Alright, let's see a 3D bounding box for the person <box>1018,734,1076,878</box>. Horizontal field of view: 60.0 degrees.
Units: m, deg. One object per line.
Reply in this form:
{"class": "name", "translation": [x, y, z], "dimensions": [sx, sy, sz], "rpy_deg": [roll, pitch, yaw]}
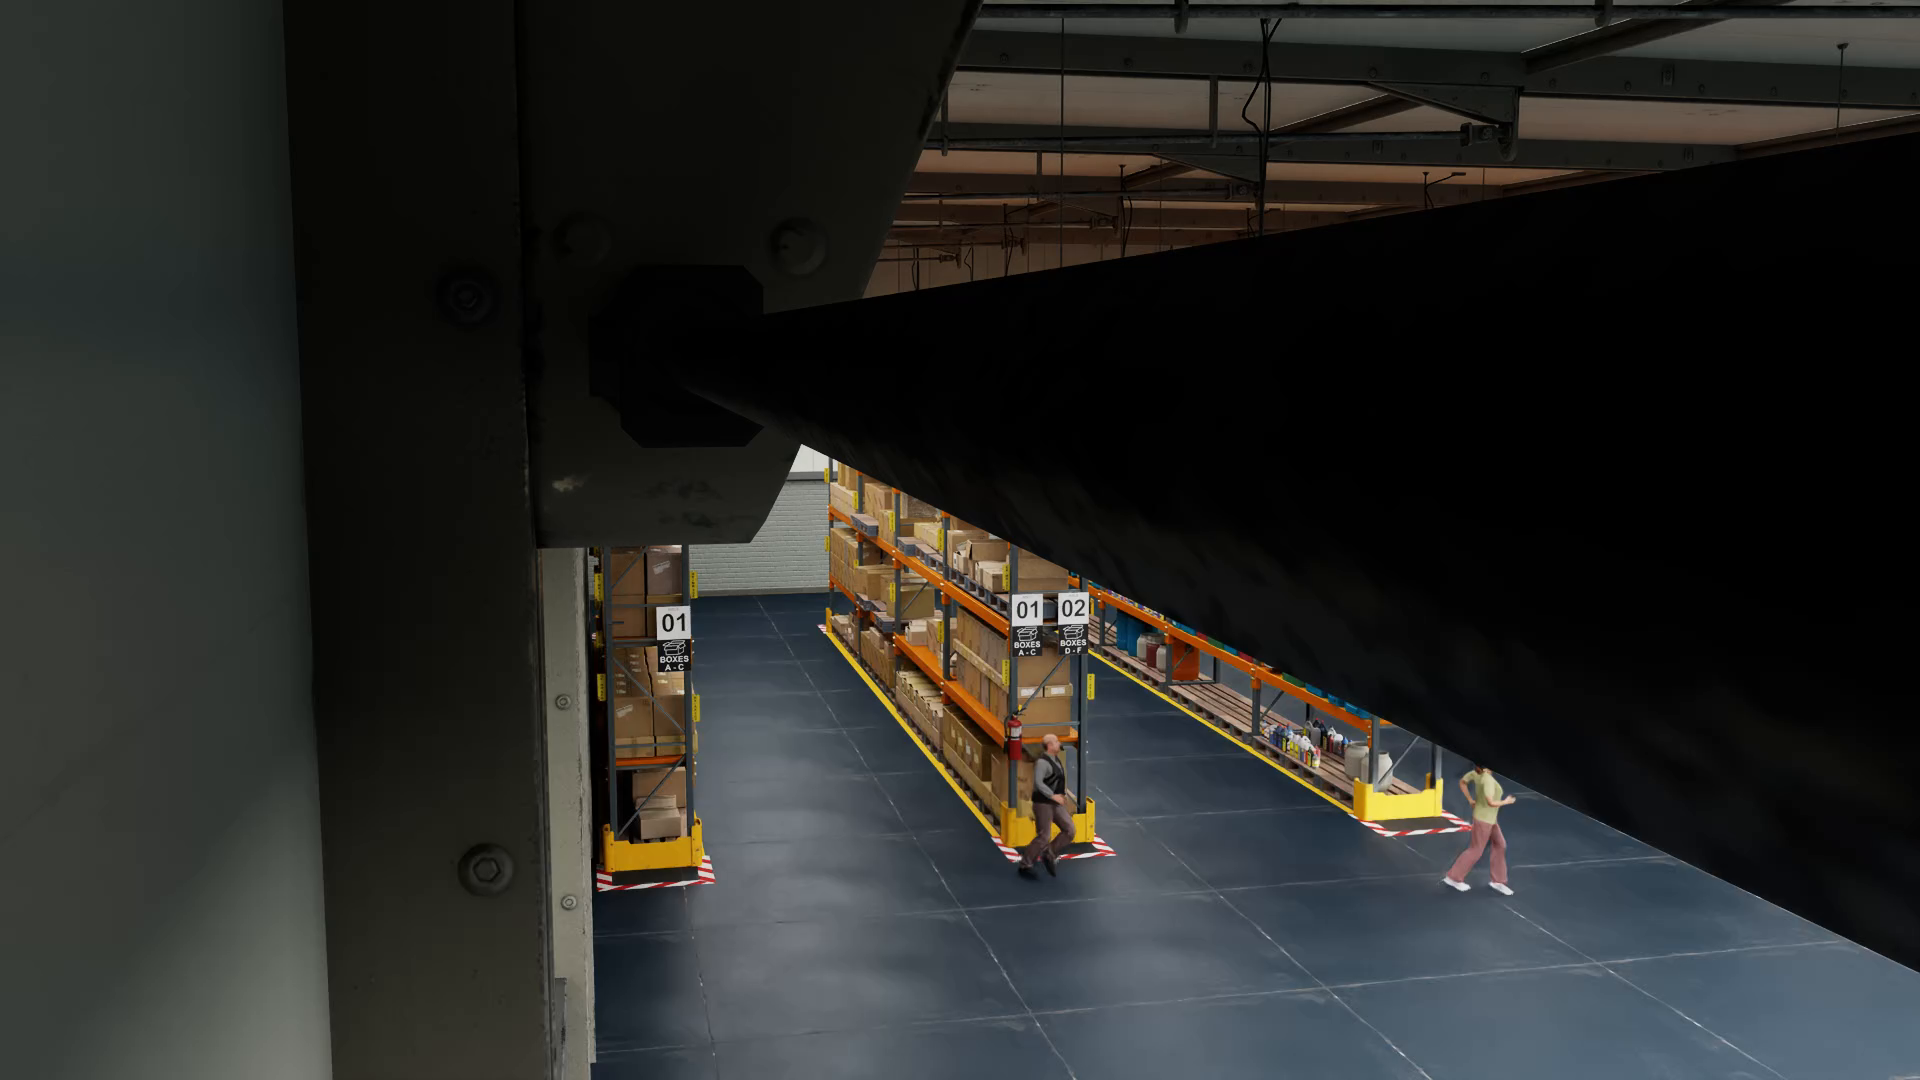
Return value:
{"class": "person", "translation": [1.083, 3.154, 19.830], "dimensions": [0.635, 1.689, 0.715], "rpy_deg": [3, 8, 26]}

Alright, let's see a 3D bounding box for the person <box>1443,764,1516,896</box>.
{"class": "person", "translation": [5.961, 3.227, 18.998], "dimensions": [0.789, 1.677, 0.565], "rpy_deg": [1, 7, 9]}
